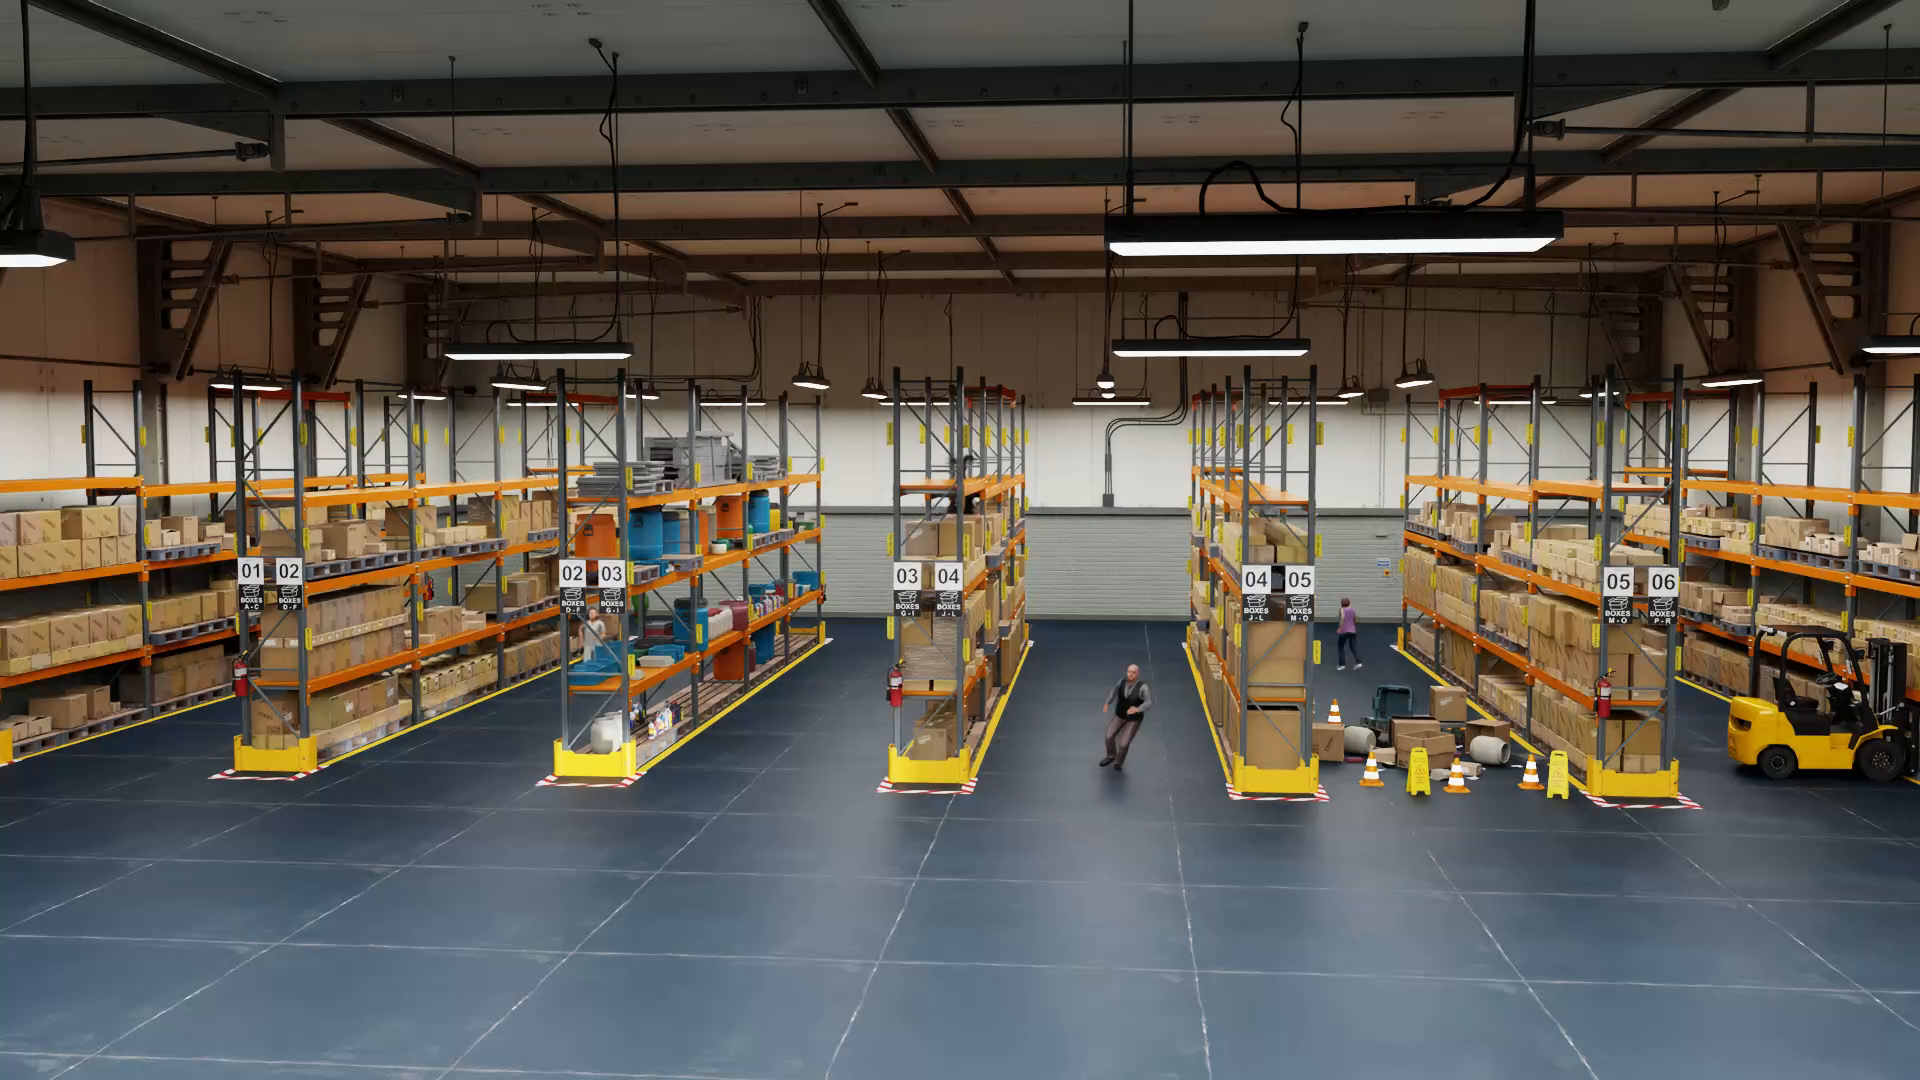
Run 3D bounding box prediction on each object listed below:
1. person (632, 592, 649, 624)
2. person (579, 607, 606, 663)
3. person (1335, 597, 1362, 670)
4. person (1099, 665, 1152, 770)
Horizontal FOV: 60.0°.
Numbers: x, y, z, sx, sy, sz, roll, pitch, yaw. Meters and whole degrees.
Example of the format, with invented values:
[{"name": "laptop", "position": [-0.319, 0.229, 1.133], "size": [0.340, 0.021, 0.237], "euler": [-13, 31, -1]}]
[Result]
[{"name": "person", "position": [-8.546, 1.393, 44.005], "size": [0.691, 1.784, 0.603], "euler": [-2, 4, -34]}, {"name": "person", "position": [-7.187, 2.155, 32.461], "size": [0.556, 1.681, 0.703], "euler": [0, 4, -4]}, {"name": "person", "position": [8.285, 2.016, 35.415], "size": [0.531, 1.567, 0.897], "euler": [-1, 4, -16]}, {"name": "person", "position": [2.456, 2.660, 24.806], "size": [0.839, 1.617, 0.646], "euler": [1, 4, 20]}]
